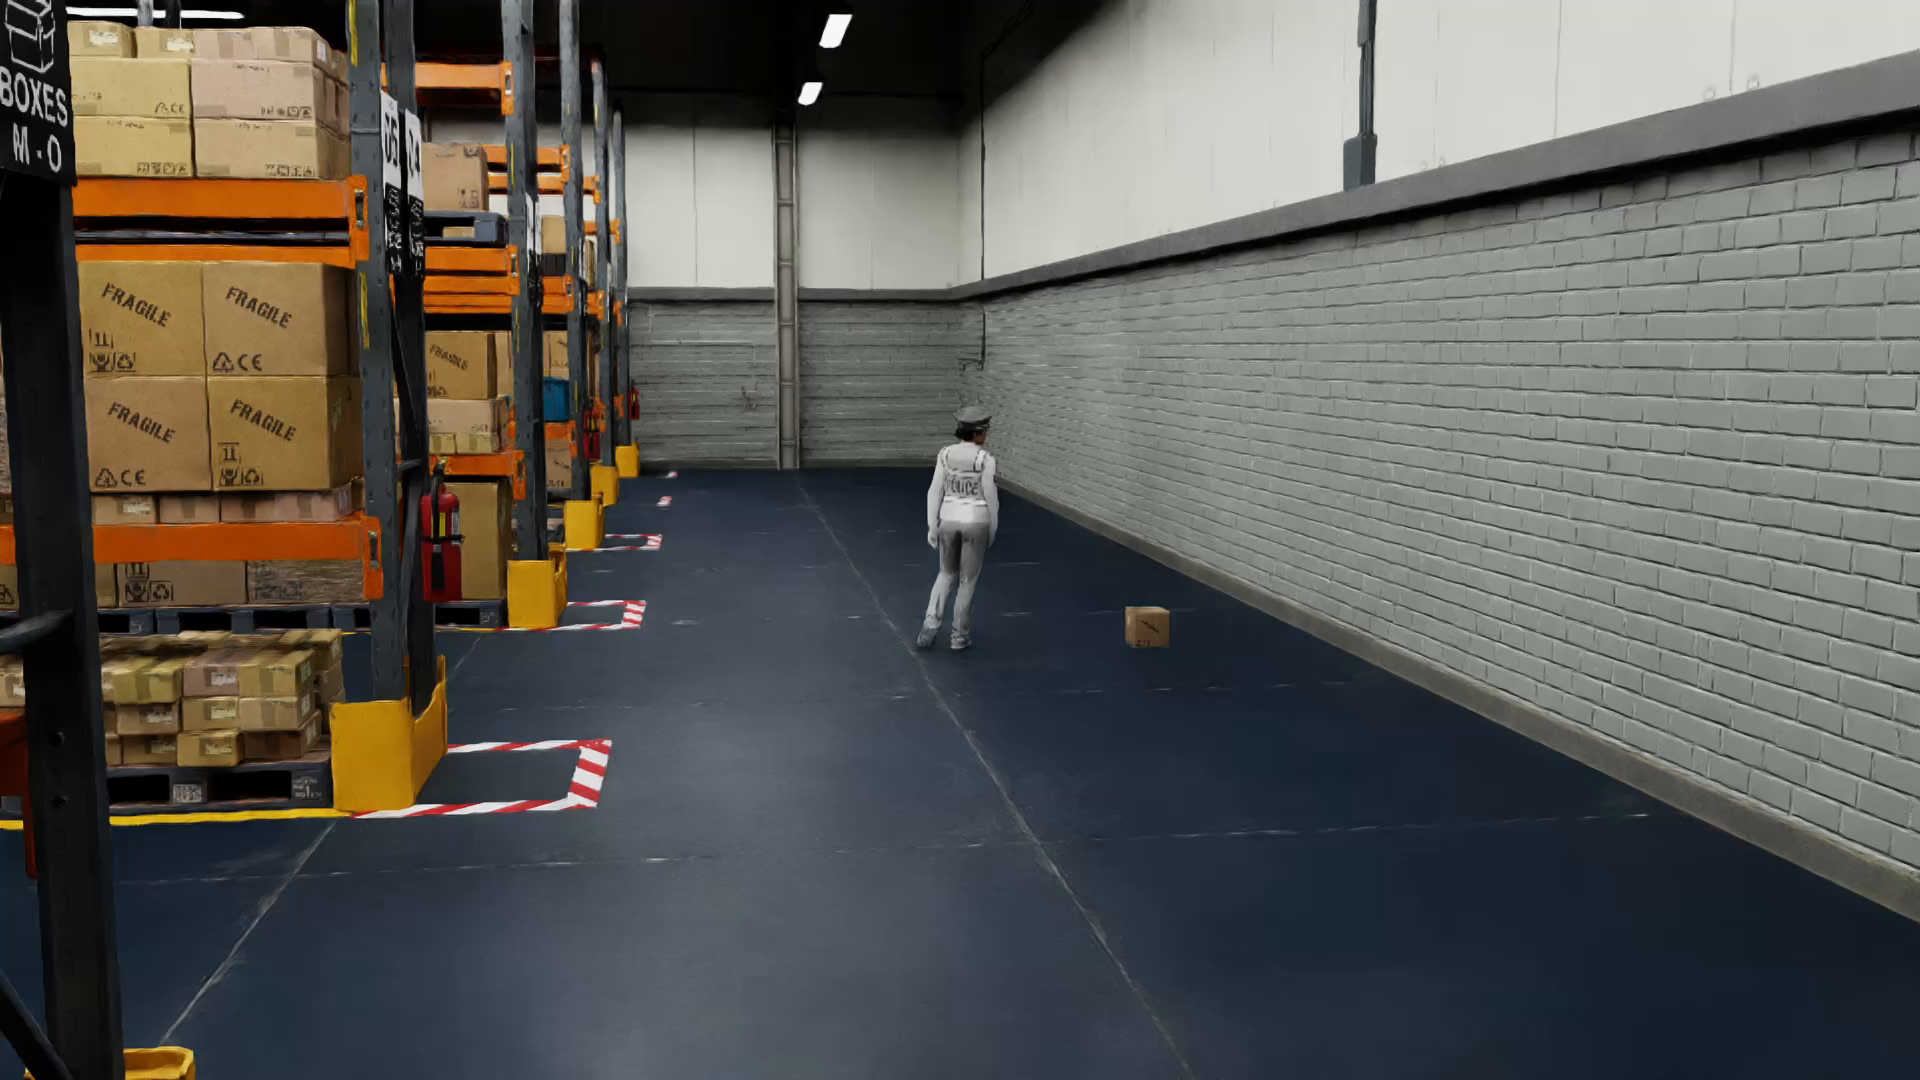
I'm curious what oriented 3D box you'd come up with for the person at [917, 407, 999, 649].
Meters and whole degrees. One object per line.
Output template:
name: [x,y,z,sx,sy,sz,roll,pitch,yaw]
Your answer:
person: [-0.002,-0.072,11.398,0.568,1.675,0.417,3,7,25]
